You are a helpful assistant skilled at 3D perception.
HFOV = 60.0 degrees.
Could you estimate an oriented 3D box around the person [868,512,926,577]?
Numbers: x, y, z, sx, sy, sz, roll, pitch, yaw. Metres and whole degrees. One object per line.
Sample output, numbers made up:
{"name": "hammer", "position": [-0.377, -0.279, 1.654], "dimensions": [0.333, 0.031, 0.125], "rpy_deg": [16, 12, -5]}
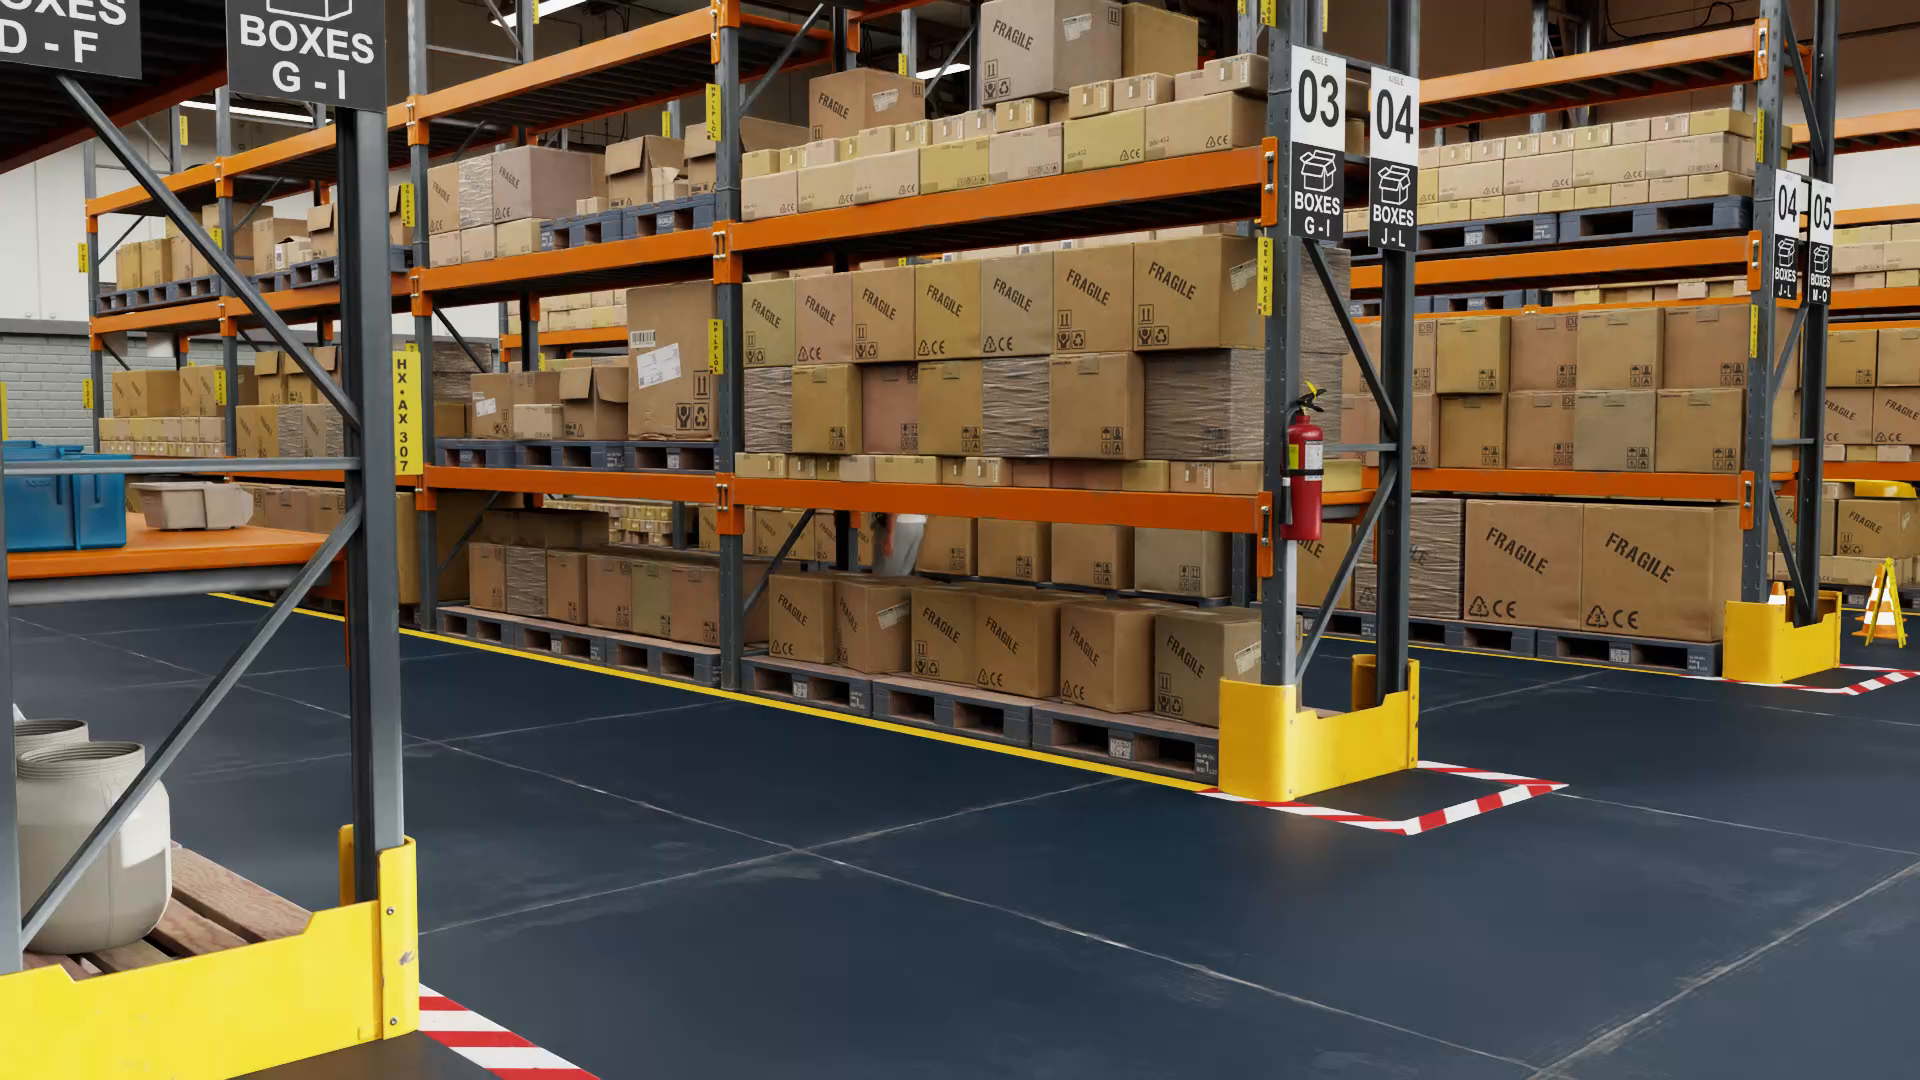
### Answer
{"name": "person", "position": [-0.421, -0.085, 11.846], "dimensions": [0.657, 1.754, 0.562], "rpy_deg": [1, 4, 20]}
